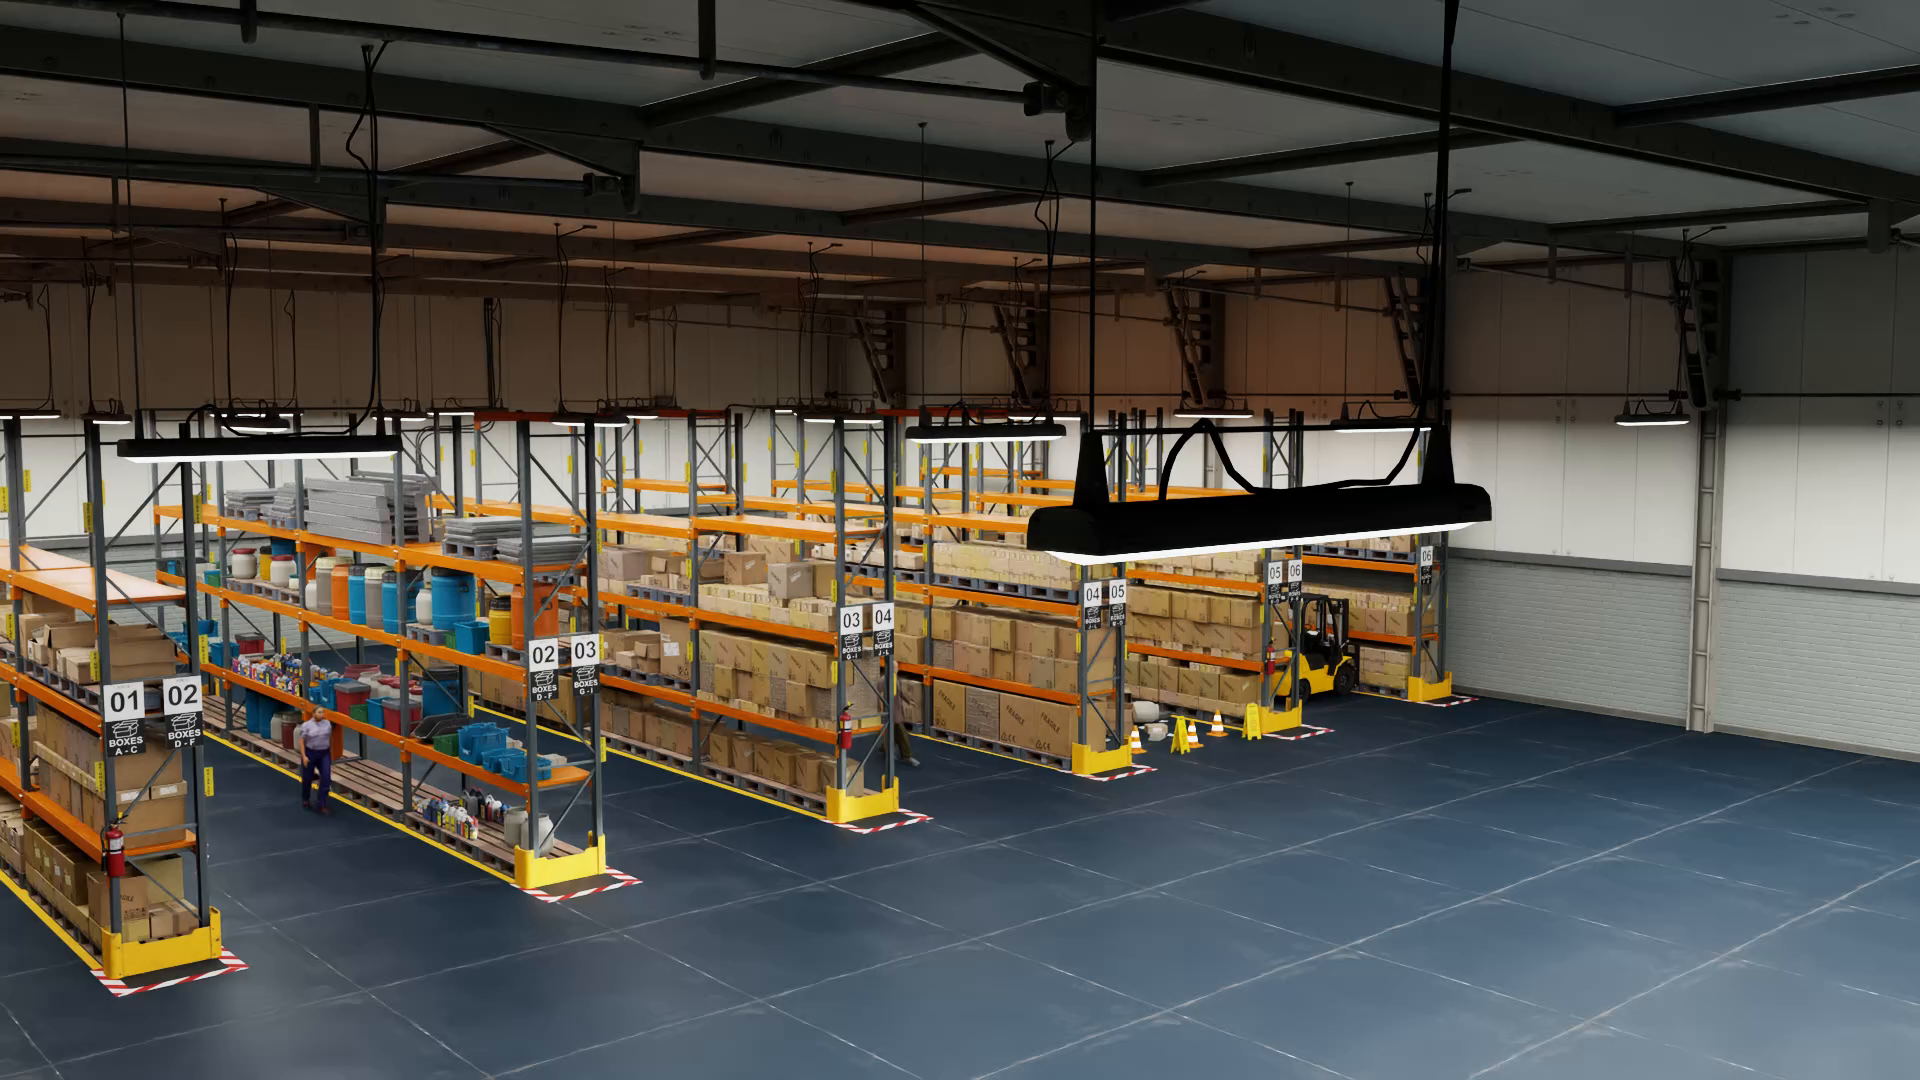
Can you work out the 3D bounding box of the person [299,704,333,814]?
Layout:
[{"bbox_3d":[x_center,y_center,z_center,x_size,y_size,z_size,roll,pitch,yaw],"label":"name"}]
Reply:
[{"bbox_3d":[-9.782,3.319,25.315,0.557,1.652,0.744,-5,7,-43],"label":"person"}]

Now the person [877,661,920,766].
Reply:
[{"bbox_3d":[-1.046,2.958,28.571,0.886,1.772,0.710,2,5,21],"label":"person"}]
